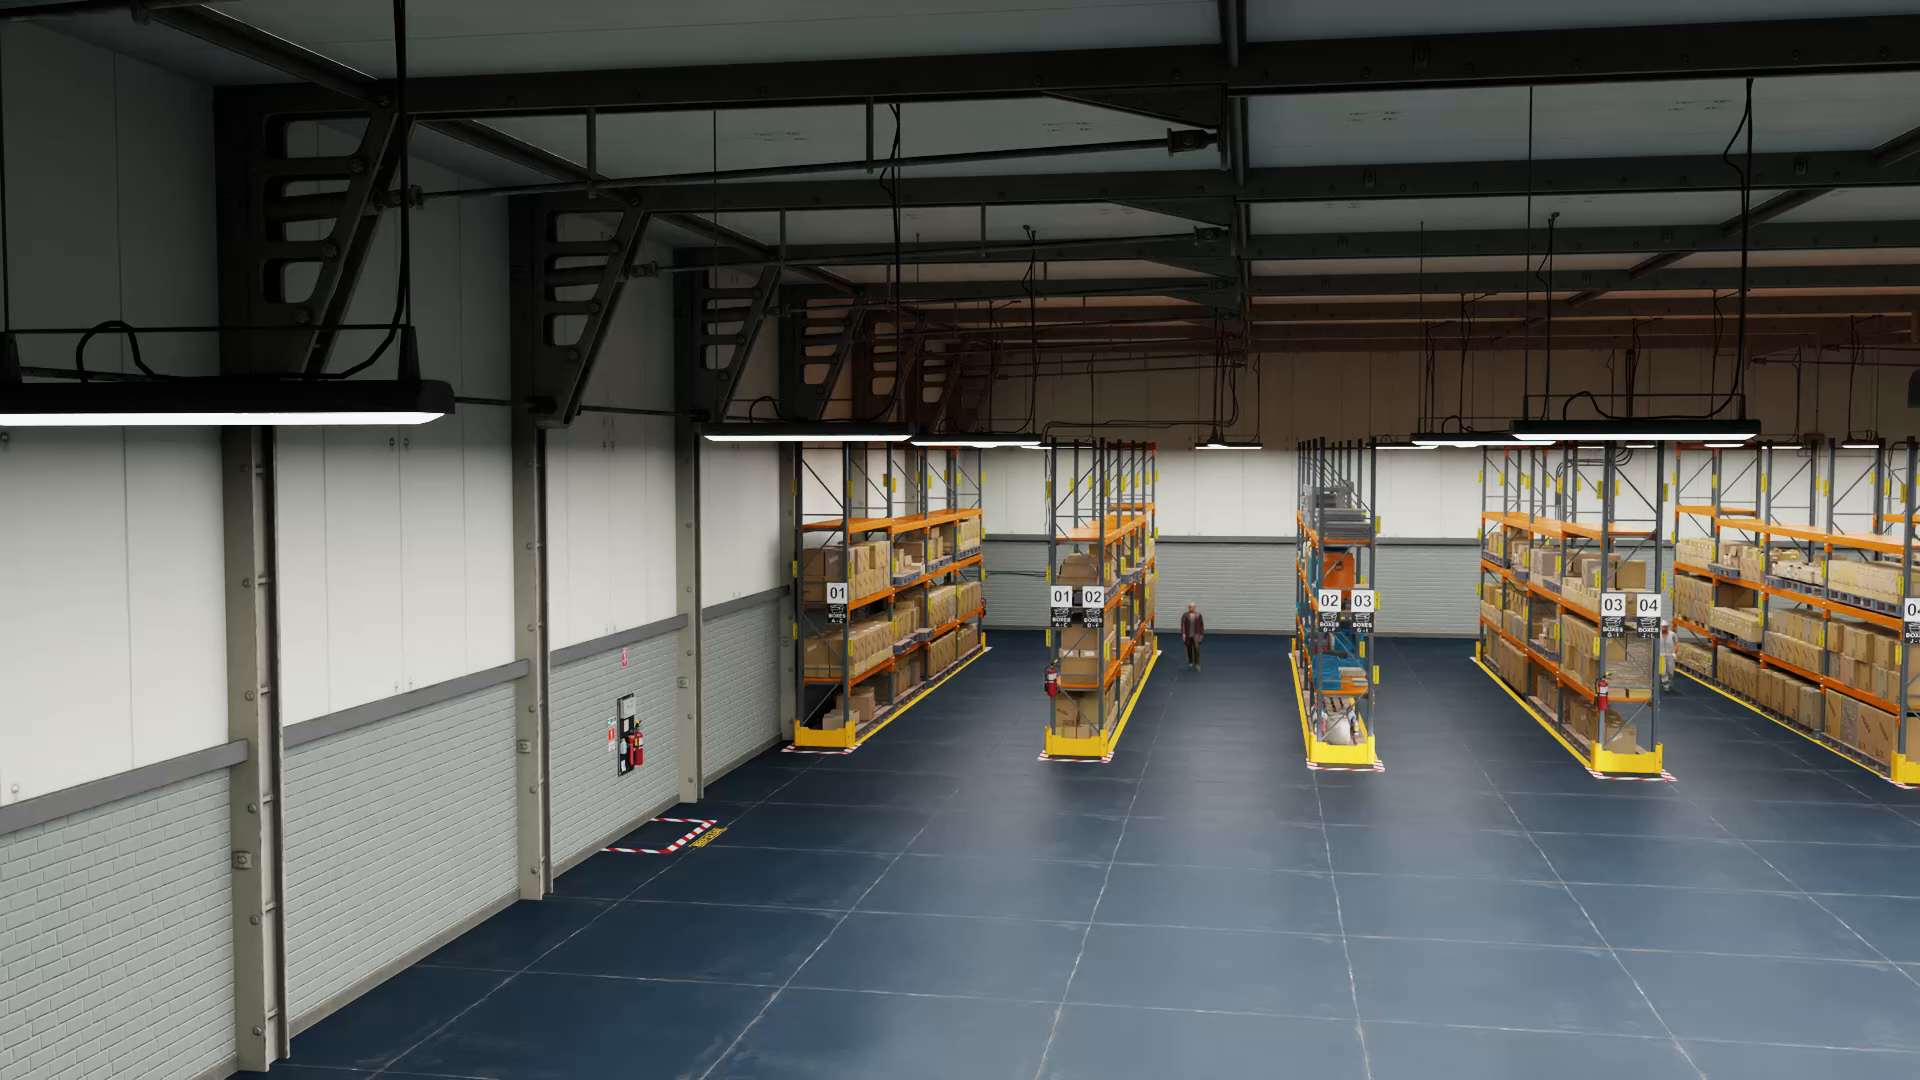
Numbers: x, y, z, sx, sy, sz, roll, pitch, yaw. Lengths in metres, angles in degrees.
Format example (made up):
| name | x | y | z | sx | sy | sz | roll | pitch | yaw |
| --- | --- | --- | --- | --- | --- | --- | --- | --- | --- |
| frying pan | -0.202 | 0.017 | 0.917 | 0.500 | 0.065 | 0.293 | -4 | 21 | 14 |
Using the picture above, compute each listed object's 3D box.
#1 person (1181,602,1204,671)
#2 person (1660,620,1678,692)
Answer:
| name | x | y | z | sx | sy | sz | roll | pitch | yaw |
| --- | --- | --- | --- | --- | --- | --- | --- | --- | --- |
| person | 6.098 | 2.513 | 43.689 | 0.597 | 1.741 | 0.988 | 1 | 3 | 15 |
| person | 16.940 | 2.764 | 39.966 | 0.592 | 1.698 | 0.796 | 1 | 3 | 23 |
